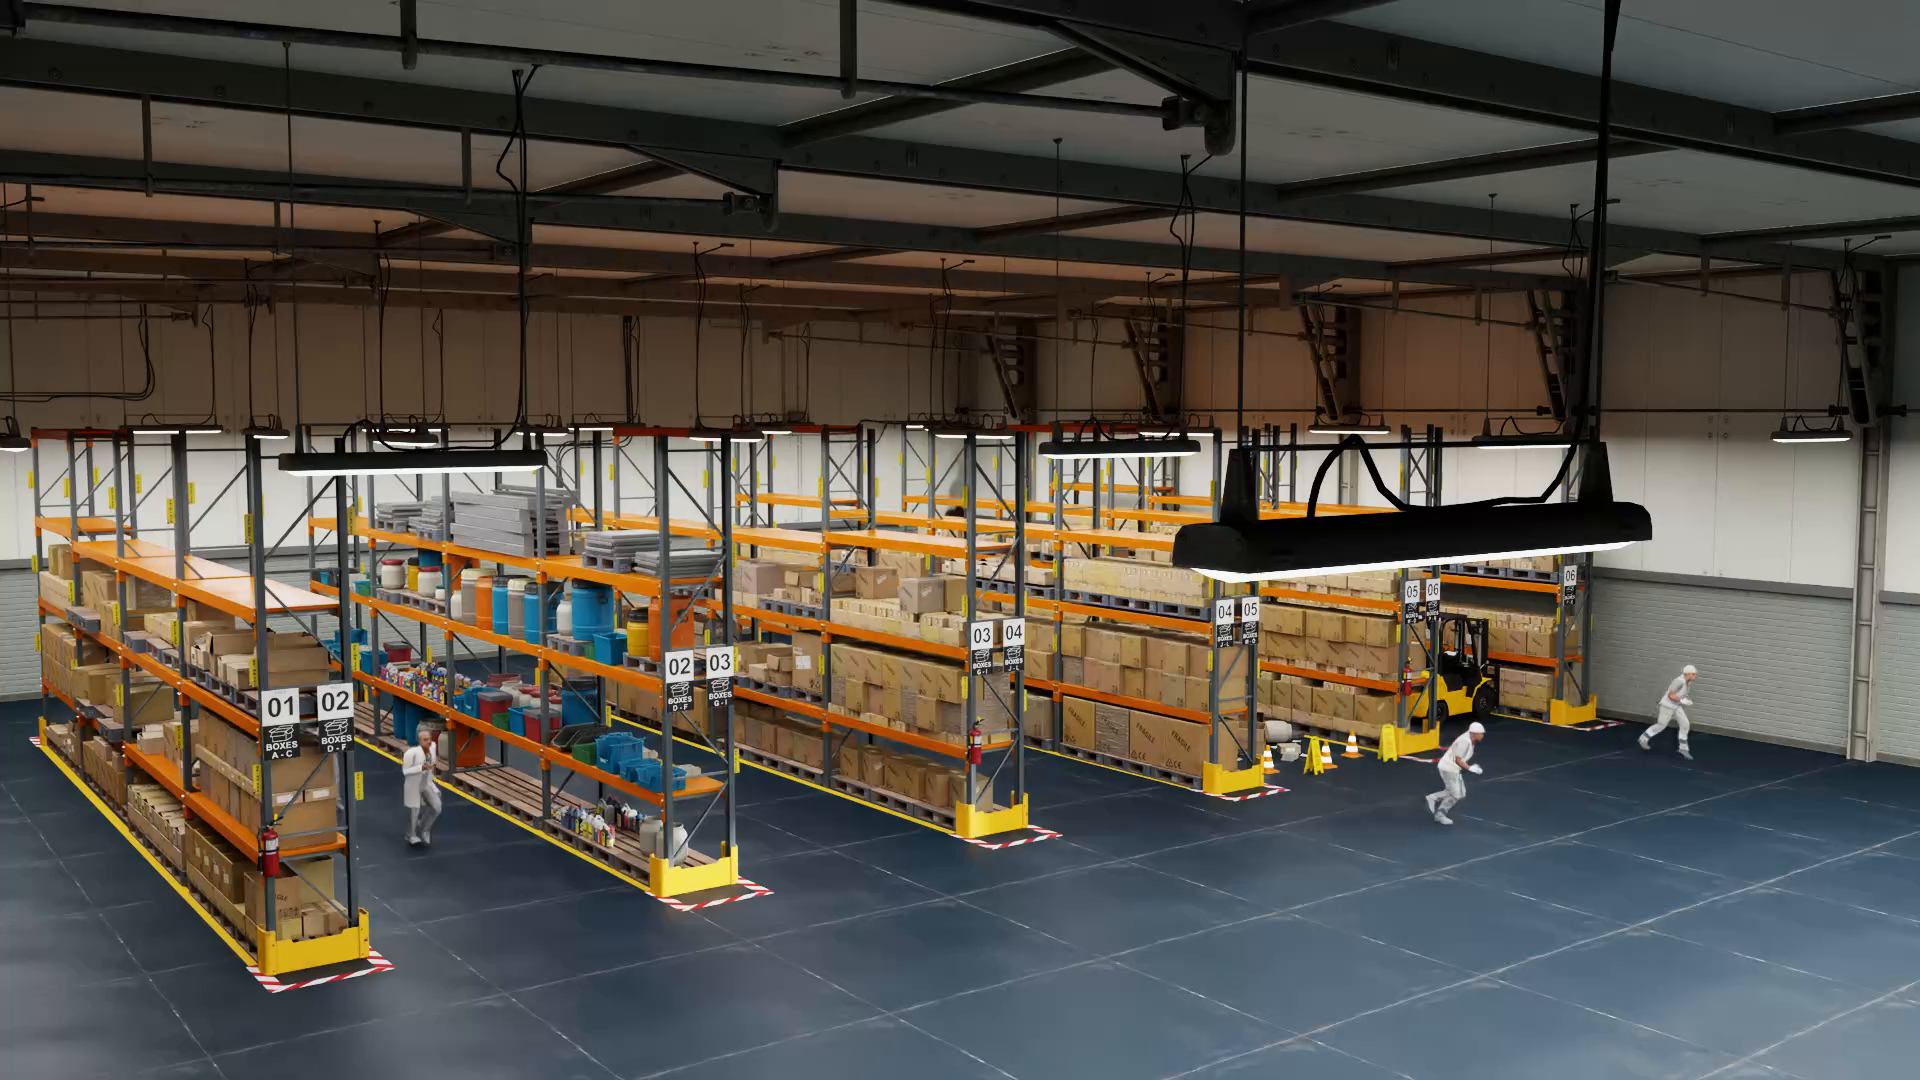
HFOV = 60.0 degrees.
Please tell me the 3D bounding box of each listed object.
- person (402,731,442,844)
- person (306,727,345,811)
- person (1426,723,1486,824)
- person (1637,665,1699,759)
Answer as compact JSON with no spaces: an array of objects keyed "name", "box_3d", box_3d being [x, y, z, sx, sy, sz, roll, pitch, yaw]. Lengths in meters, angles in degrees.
[{"name":"person","box_3d":[-7.761,3.572,23.966,0.934,1.703,0.680,4,6,44]},{"name":"person","box_3d":[-10.134,3.373,26.406,0.871,1.811,0.635,3,6,38]},{"name":"person","box_3d":[7.593,3.549,25.450,0.885,1.580,0.710,2,5,24]},{"name":"person","box_3d":[12.972,3.116,30.459,1.056,1.732,0.704,4,6,41]}]
